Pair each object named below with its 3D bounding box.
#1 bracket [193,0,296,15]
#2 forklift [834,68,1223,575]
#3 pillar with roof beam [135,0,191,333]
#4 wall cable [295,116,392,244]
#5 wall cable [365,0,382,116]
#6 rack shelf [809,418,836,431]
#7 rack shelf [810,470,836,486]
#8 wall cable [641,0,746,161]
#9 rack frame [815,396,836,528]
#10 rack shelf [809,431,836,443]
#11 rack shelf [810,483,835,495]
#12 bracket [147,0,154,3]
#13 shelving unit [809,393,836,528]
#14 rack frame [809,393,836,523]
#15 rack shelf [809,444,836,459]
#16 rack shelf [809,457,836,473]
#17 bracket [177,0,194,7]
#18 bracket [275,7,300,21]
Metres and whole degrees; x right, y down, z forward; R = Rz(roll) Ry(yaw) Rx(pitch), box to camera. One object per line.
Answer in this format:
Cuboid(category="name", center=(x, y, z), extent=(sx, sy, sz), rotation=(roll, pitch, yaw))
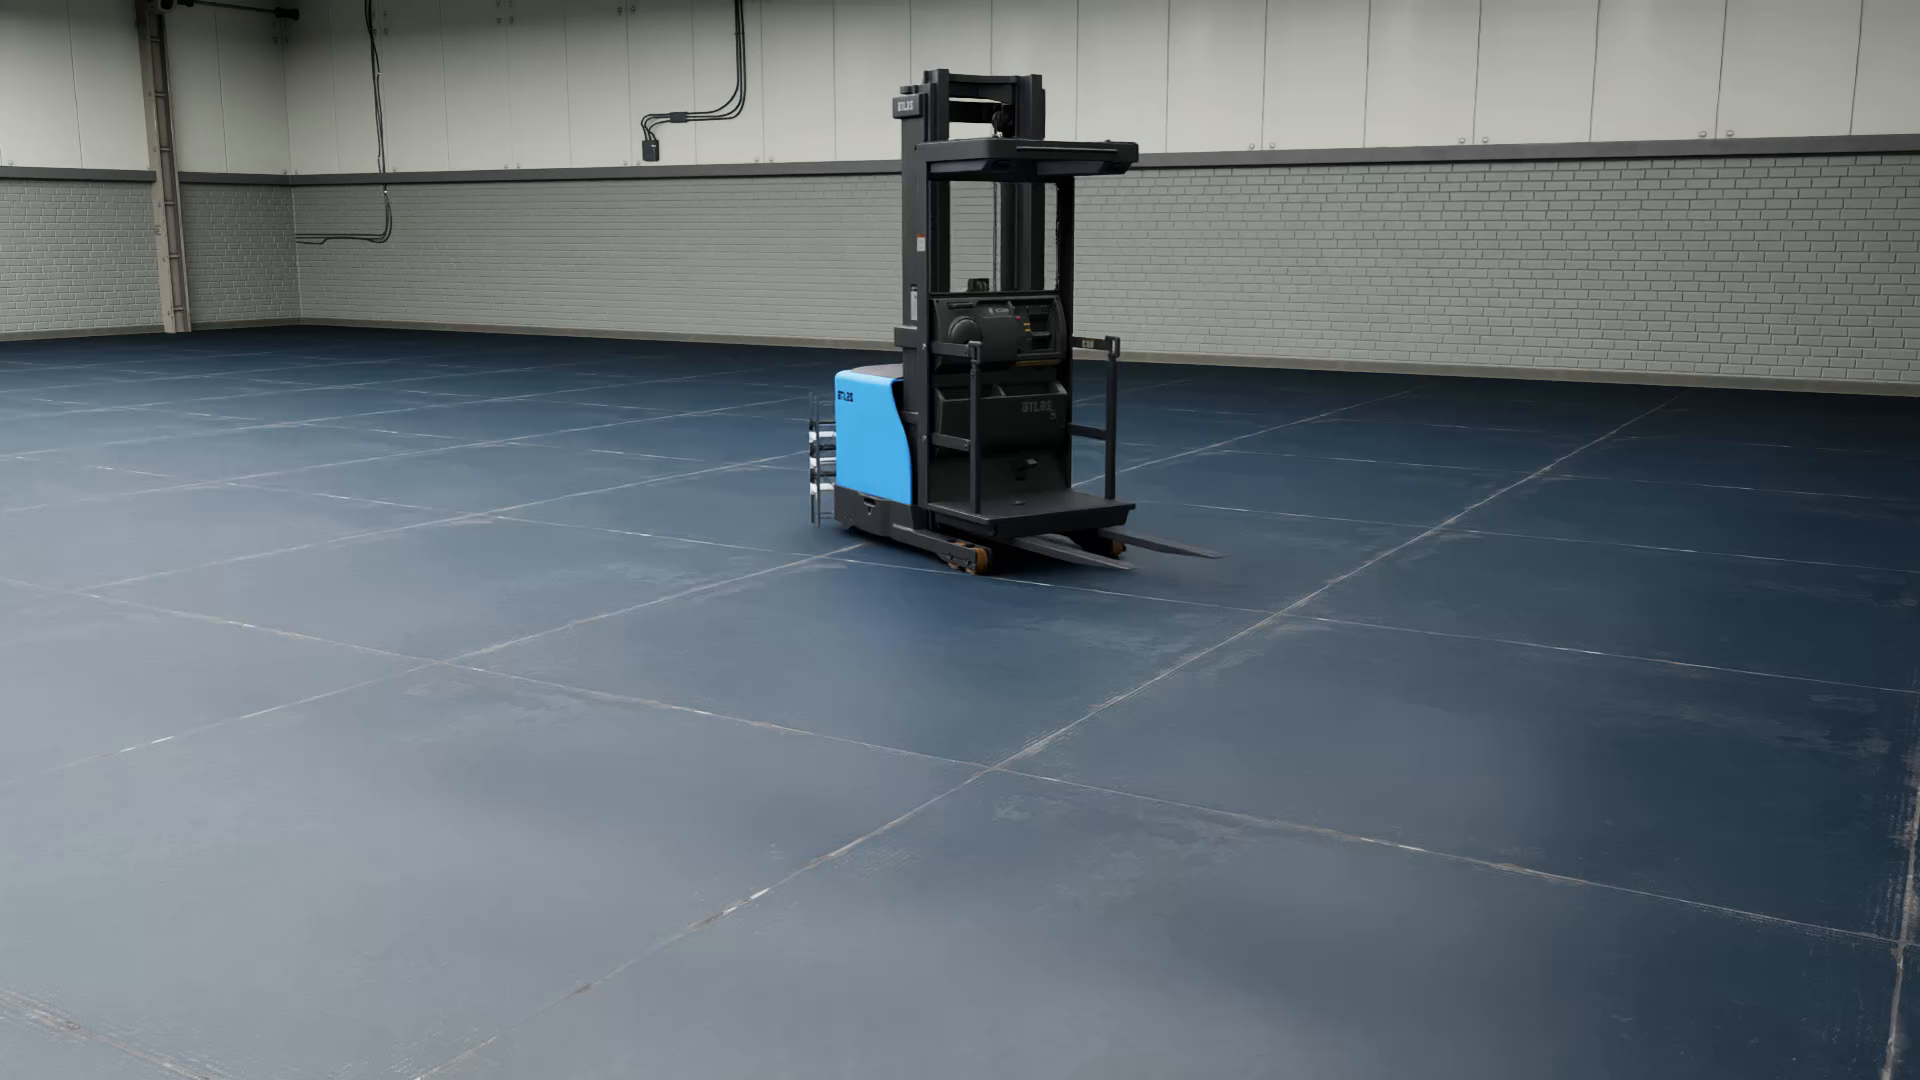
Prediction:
Cuboid(category="bracket", center=(-13.994, -10.612, 33.315), extent=(0.076, 0.066, 3.189), rotation=(6, 12, 31))
Cuboid(category="forklift", center=(0.365, -1.333, 10.025), extent=(1.130, 2.935, 3.031), rotation=(-7, 12, -32))
Cuboid(category="pillar with roof beam", center=(-11.758, -8.120, 29.787), extent=(9.100, 9.000, 0.548), rotation=(6, 12, 31))
Cuboid(category="wall cable", center=(-12.777, -7.342, 34.070), extent=(3.097, 2.526, 0.112), rotation=(6, 12, 31))
Cuboid(category="wall cable", center=(-10.465, -9.566, 32.224), extent=(3.097, 2.526, 0.112), rotation=(6, 12, 31))
Cuboid(category="rack shelf", center=(-0.884, -0.783, 11.318), extent=(0.258, 0.077, 0.200), rotation=(-3, 11, -17))
Cuboid(category="rack shelf", center=(-0.884, -0.429, 11.384), extent=(0.258, 0.077, 0.200), rotation=(-3, 11, -17))
Cuboid(category="wall cable", center=(-4.672, -9.630, 28.613), extent=(2.305, 6.003, 0.169), rotation=(6, 12, 31))
Cuboid(category="rack frame", center=(-0.854, -0.532, 11.266), extent=(0.240, 0.900, 0.006), rotation=(-3, 11, -17))
Cuboid(category="rack shelf", center=(-0.884, -0.694, 11.334), extent=(0.258, 0.077, 0.200), rotation=(-3, 11, -17))
Cuboid(category="rack shelf", center=(-0.884, -0.340, 11.401), extent=(0.258, 0.077, 0.200), rotation=(-3, 11, -17))
Cuboid(category="bracket", center=(-15.349, -10.201, 31.123), extent=(0.235, 0.232, 0.430), rotation=(6, 12, 31))
Cuboid(category="shelving unit", center=(-0.884, -0.550, 11.361), extent=(0.258, 0.900, 0.210), rotation=(-3, 11, -17))
Cuboid(category="rack frame", center=(-0.915, -0.568, 11.457), extent=(0.240, 0.900, 0.006), rotation=(-3, 11, -17))
Cuboid(category="rack shelf", center=(-0.884, -0.606, 11.351), extent=(0.258, 0.077, 0.200), rotation=(-3, 11, -17))
Cuboid(category="rack shelf", center=(-0.884, -0.517, 11.368), extent=(0.258, 0.077, 0.200), rotation=(-3, 11, -17))
Cuboid(category="bracket", center=(-14.918, -10.332, 31.820), extent=(0.235, 0.232, 0.430), rotation=(6, 12, 31))
Cuboid(category="bracket", center=(-13.688, -10.705, 33.811), extent=(0.235, 0.232, 0.430), rotation=(6, 12, 31))
